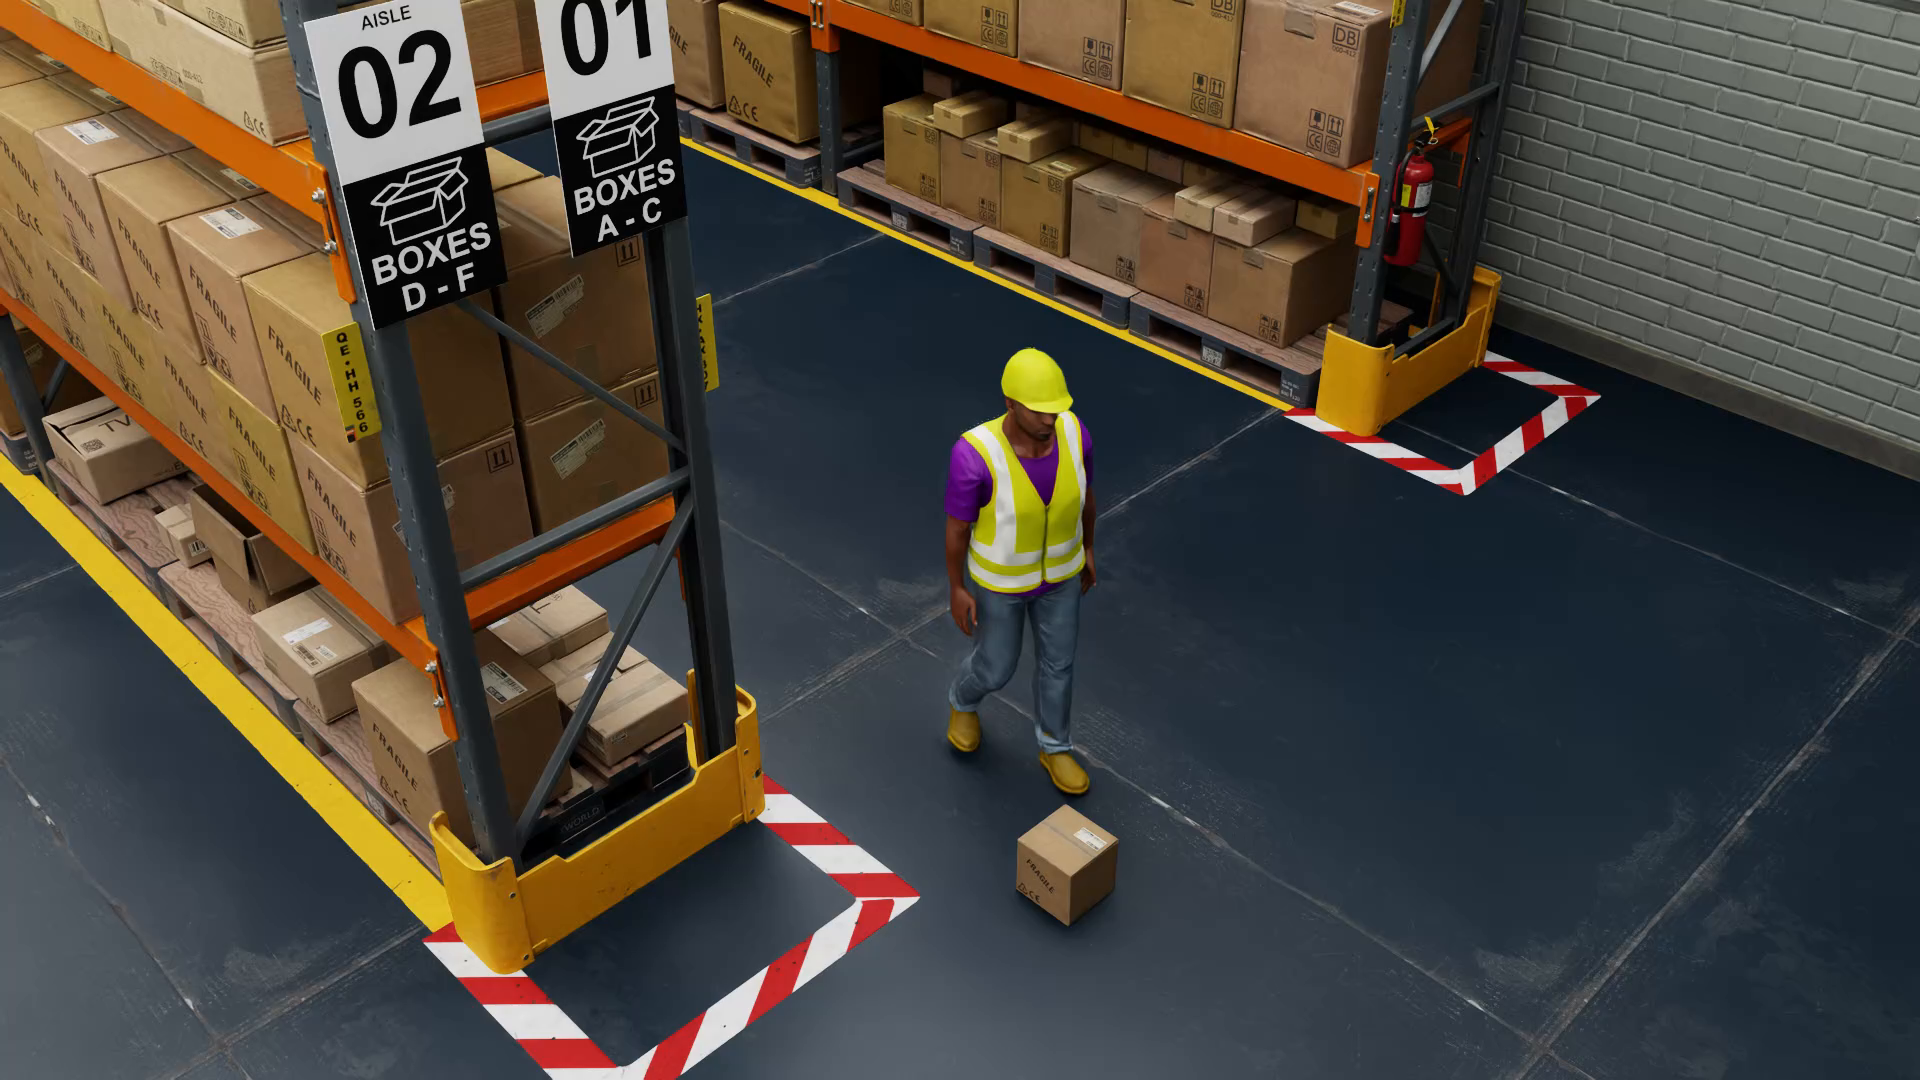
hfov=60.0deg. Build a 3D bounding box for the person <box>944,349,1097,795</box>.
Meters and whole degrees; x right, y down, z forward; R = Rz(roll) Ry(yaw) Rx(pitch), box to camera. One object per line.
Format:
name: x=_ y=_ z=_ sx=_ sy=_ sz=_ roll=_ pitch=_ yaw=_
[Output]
person: x=0.234 y=0.115 z=5.951 sx=0.594 sy=1.770 sz=0.665 roll=-14 pitch=38 yaw=-19
